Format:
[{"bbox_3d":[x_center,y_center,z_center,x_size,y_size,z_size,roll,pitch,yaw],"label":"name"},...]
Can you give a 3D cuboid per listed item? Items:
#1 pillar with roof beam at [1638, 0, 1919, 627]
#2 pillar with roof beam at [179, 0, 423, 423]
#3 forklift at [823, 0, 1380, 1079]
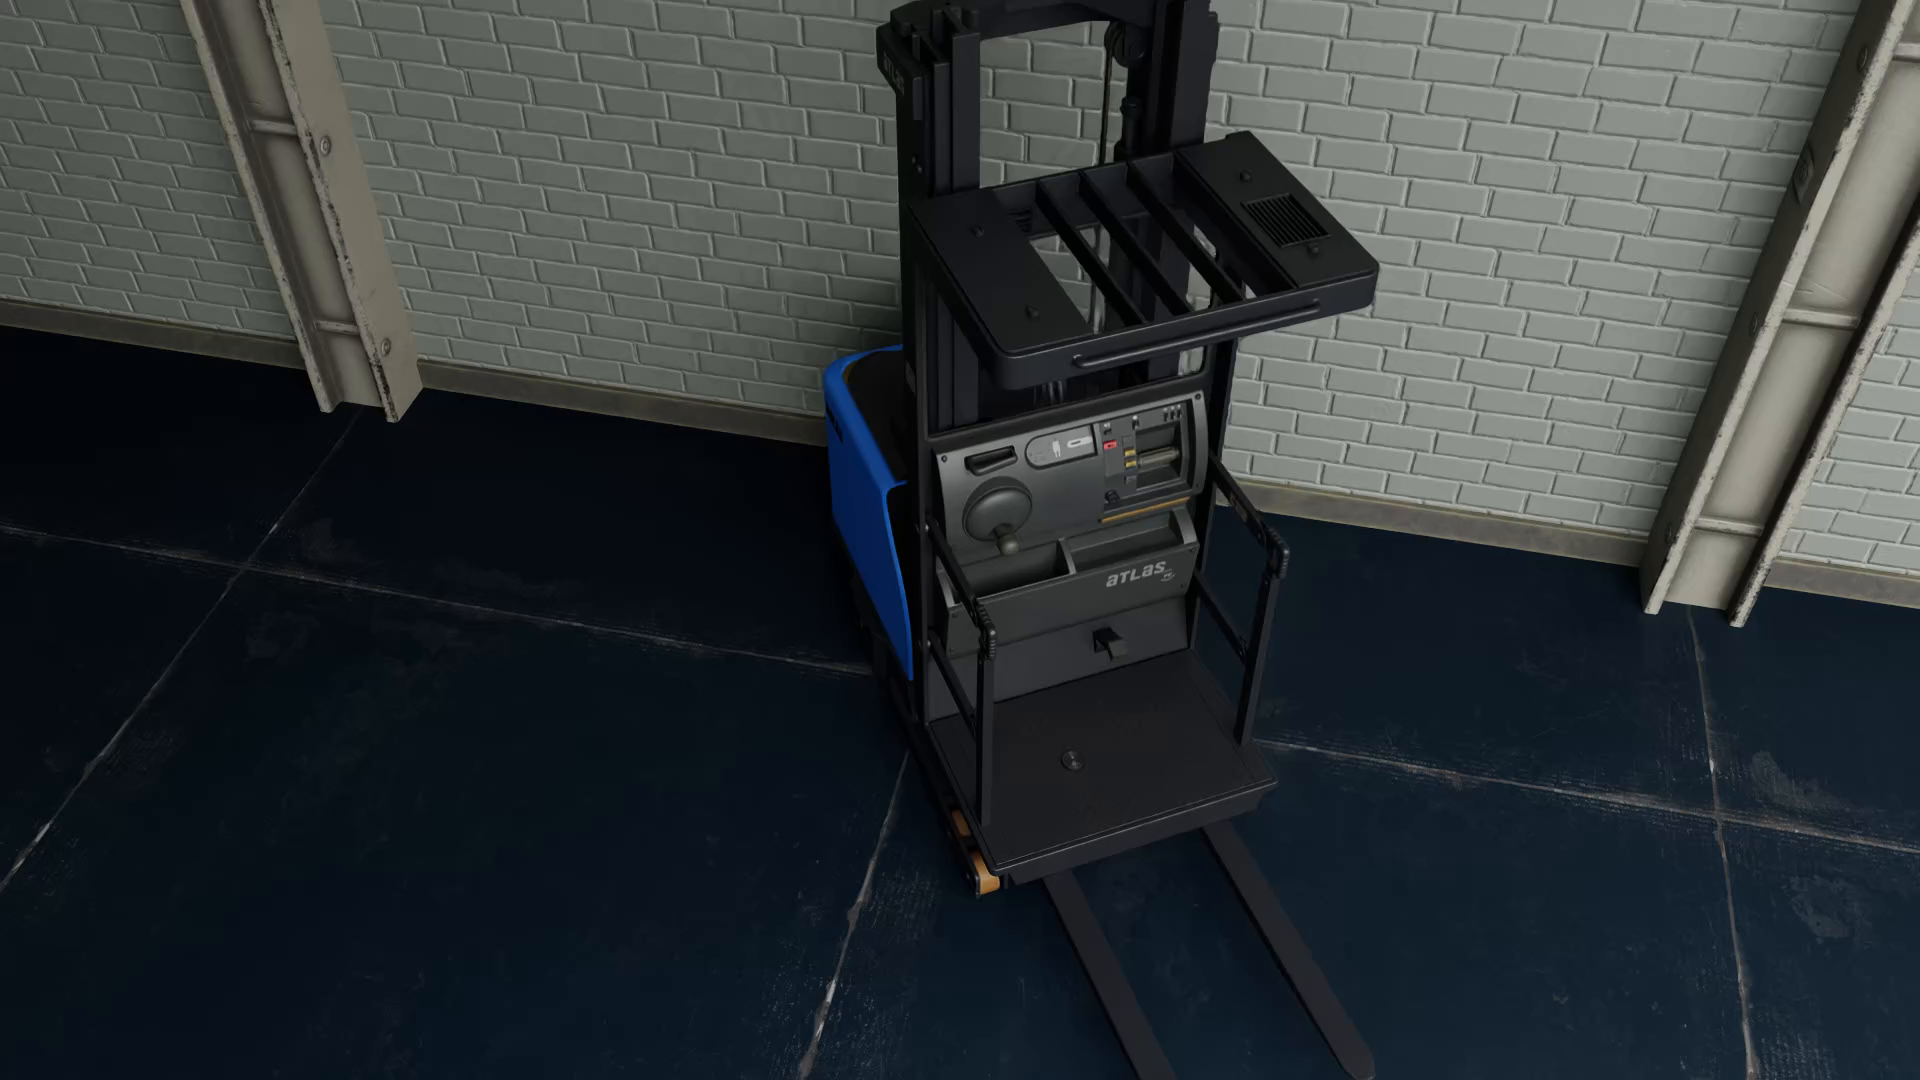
[{"bbox_3d":[2.122,-0.103,0.828,0.400,9.000,9.100,9,45,9],"label":"pillar with roof beam"},{"bbox_3d":[-3.734,-1.011,1.772,0.400,9.000,9.100,9,45,9],"label":"pillar with roof beam"},{"bbox_3d":[0.449,-0.132,5.234,1.130,2.935,3.031,-15,46,-15],"label":"forklift"}]
